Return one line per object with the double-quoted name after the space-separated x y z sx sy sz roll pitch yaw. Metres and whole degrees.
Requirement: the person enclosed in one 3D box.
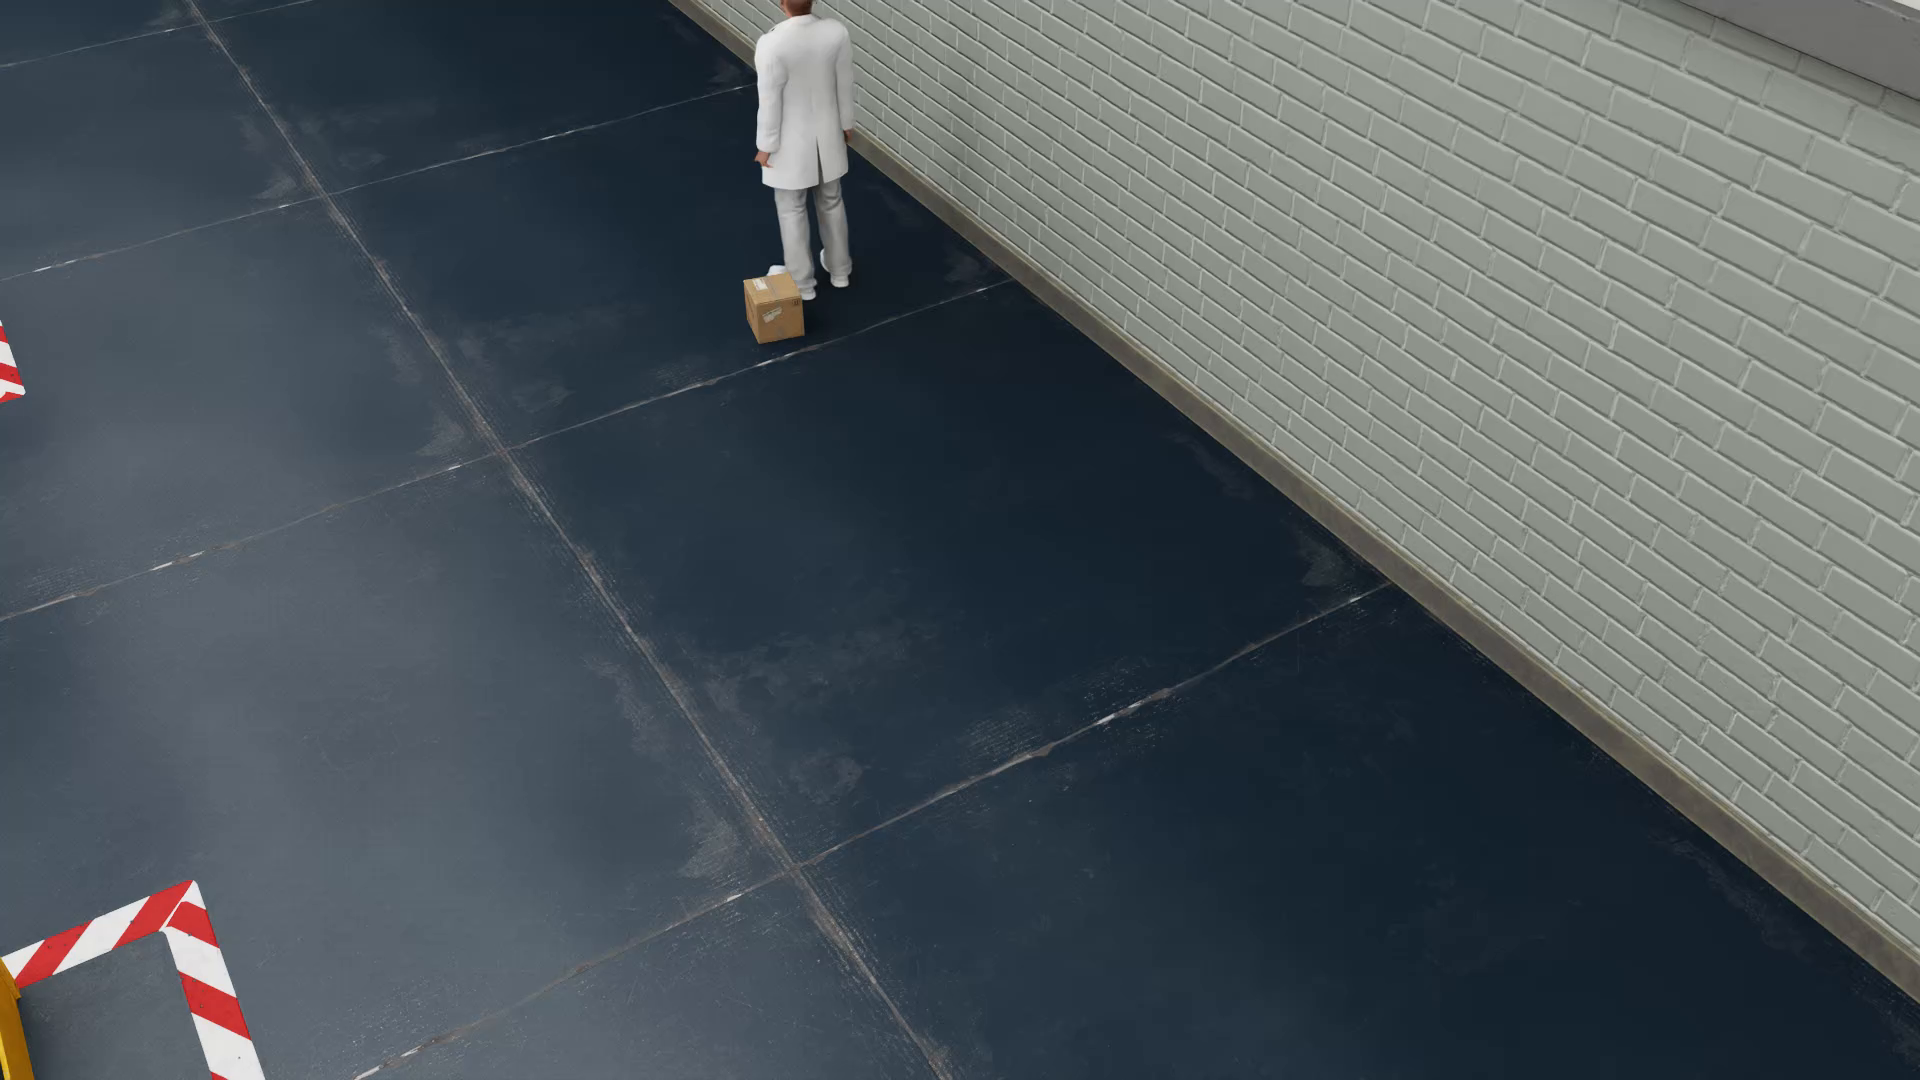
-0.828 -2.116 8.663 0.568 1.783 0.381 -23 45 -24 "person"
